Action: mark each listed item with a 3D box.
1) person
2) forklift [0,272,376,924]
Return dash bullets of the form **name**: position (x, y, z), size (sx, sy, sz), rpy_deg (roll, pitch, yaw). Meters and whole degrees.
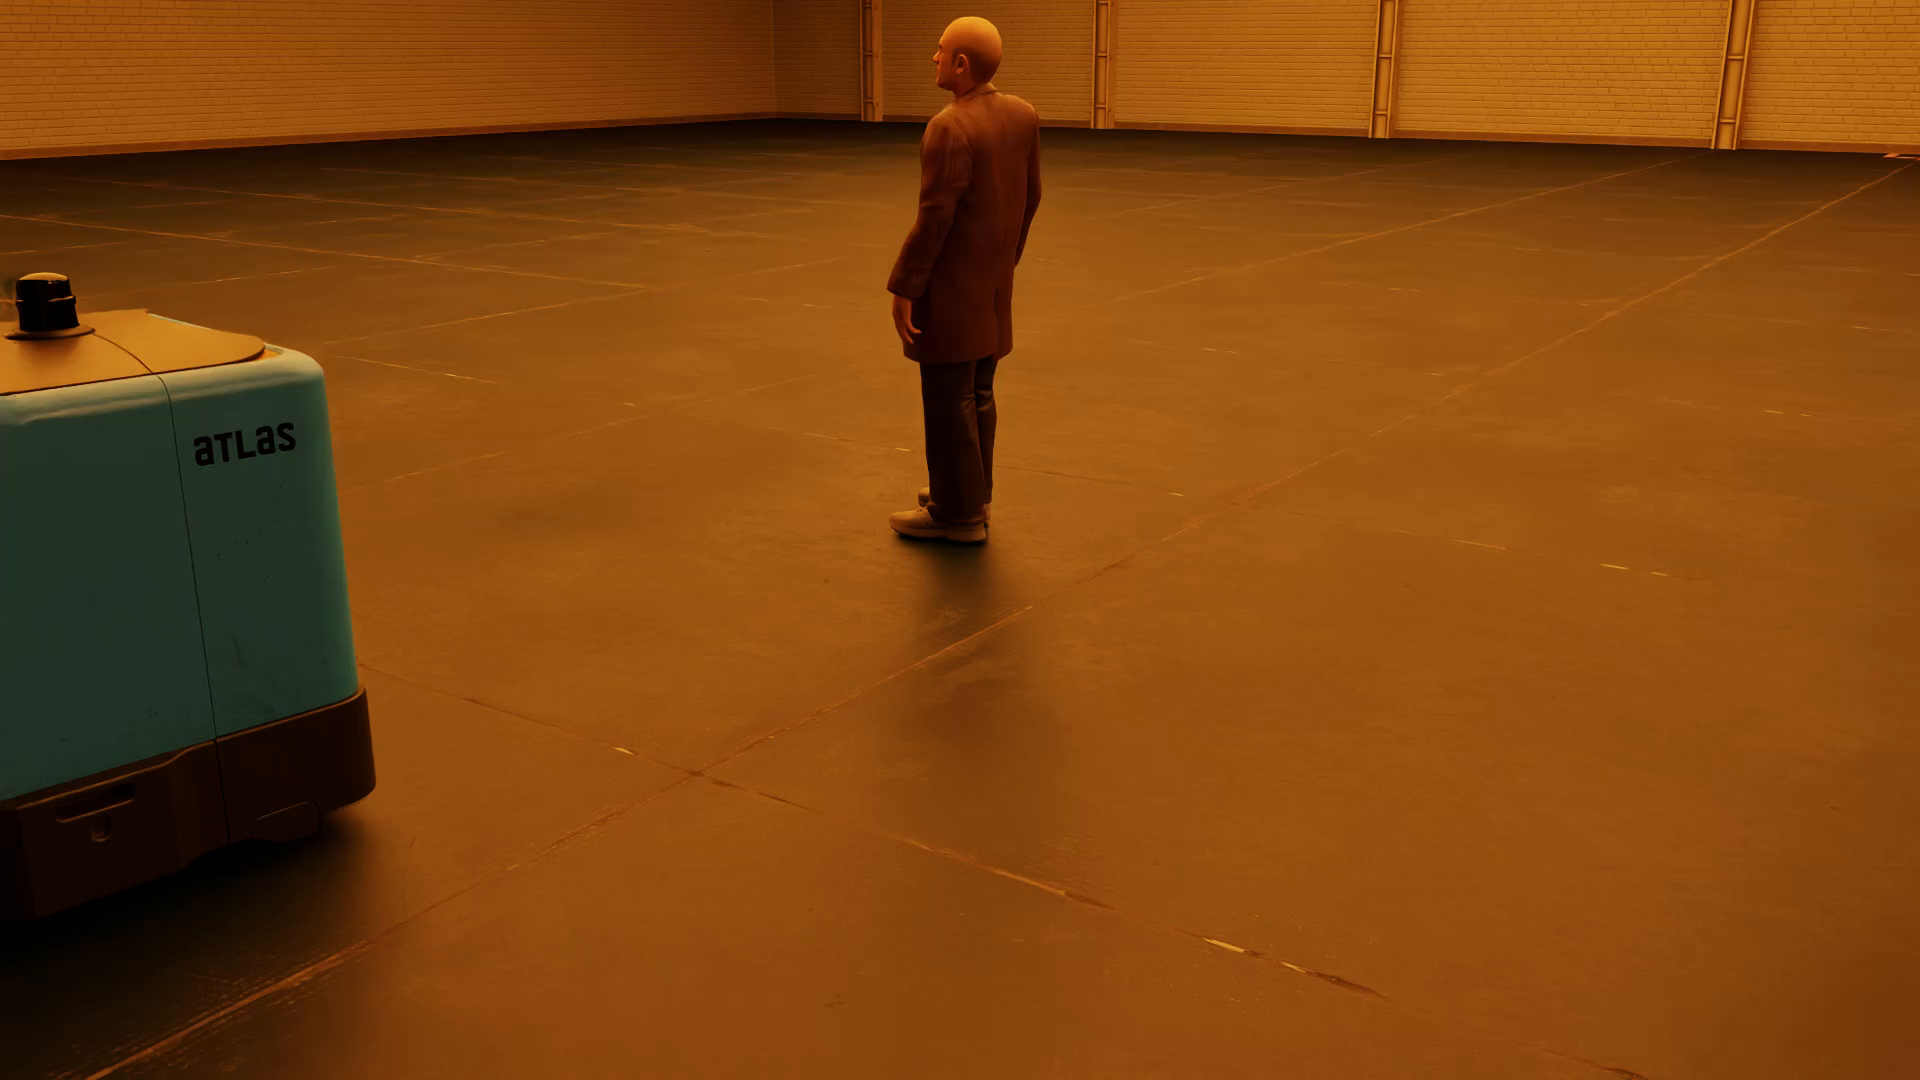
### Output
- **person**: position (-0.074, -0.875, 5.745), size (0.579, 1.778, 0.696), rpy_deg (11, 20, 33)
- **forklift**: position (-2.708, -0.551, 2.676), size (1.130, 2.935, 3.031), rpy_deg (15, 22, 41)
